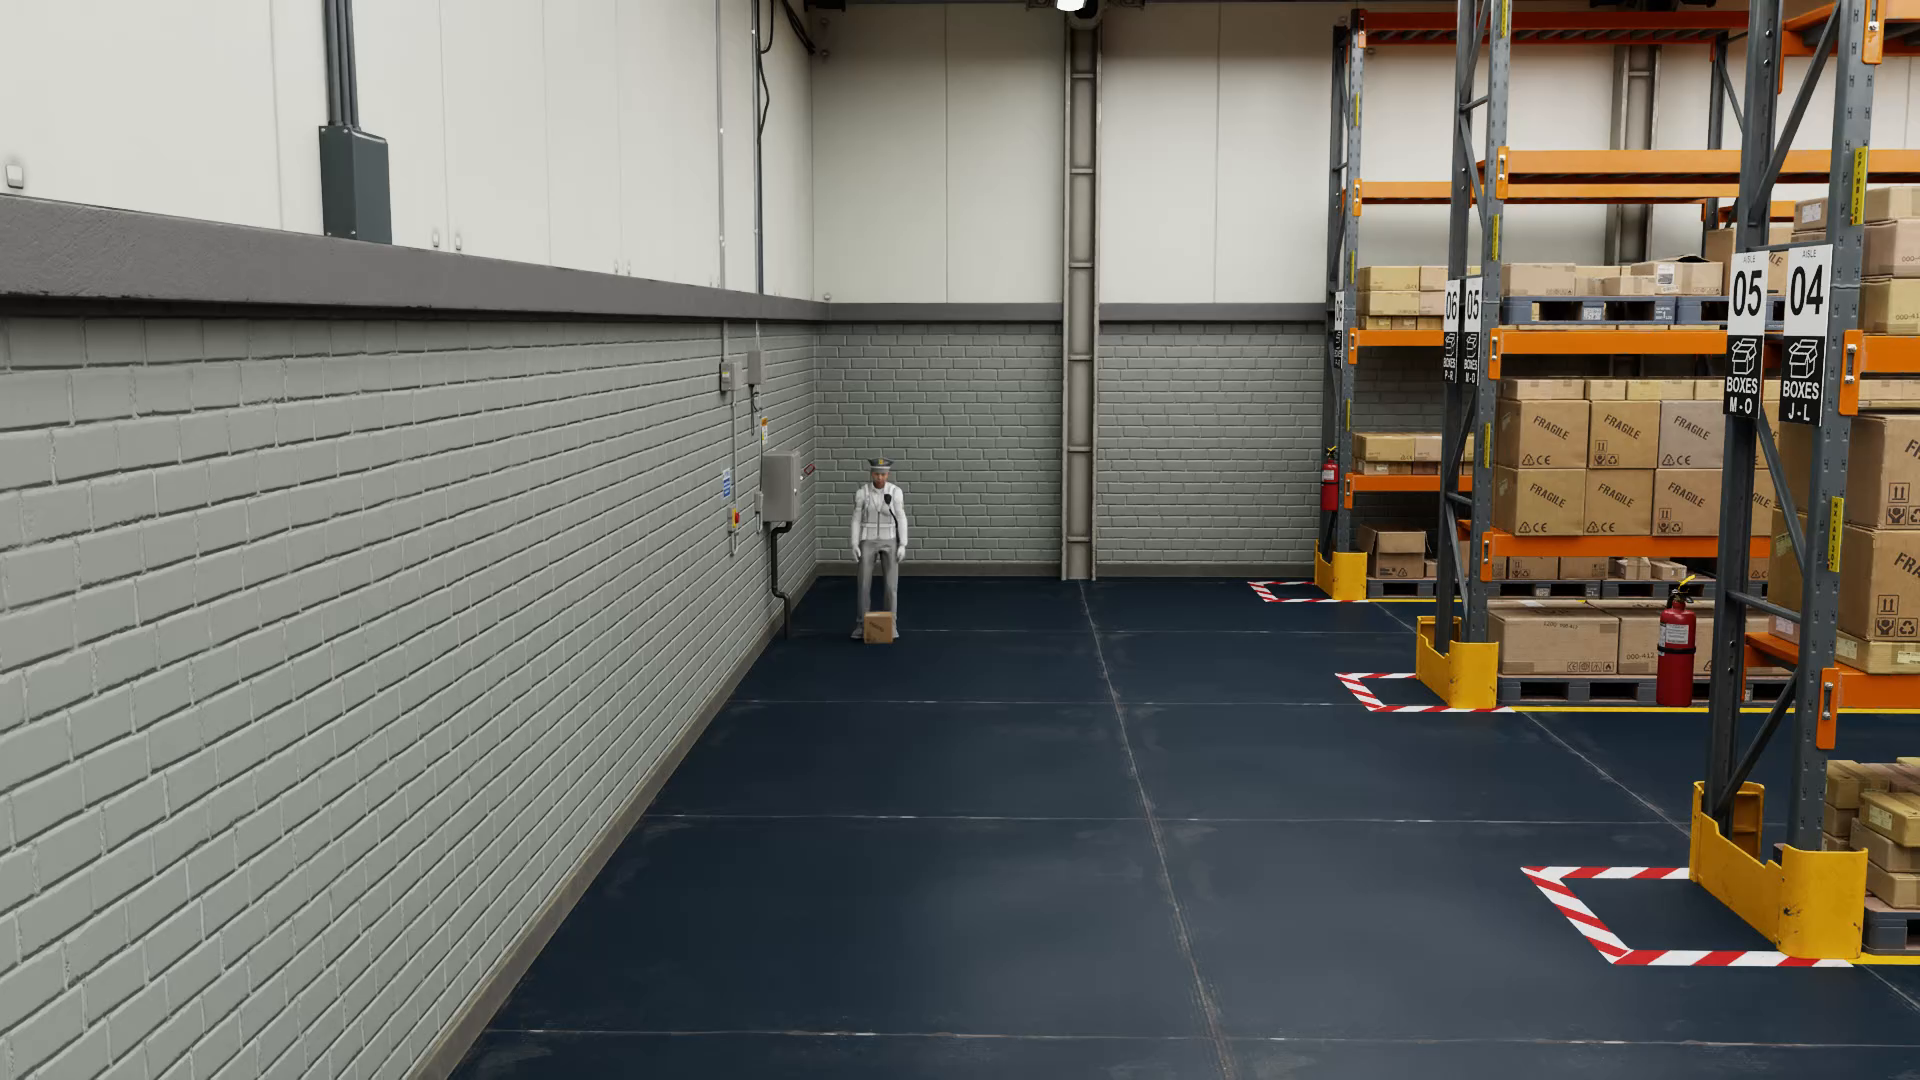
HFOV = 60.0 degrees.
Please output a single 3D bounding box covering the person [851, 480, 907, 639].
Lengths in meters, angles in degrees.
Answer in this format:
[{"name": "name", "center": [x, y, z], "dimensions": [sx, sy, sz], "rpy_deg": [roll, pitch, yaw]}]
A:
[{"name": "person", "center": [-0.743, 0.186, 15.281], "dimensions": [0.520, 1.417, 0.357], "rpy_deg": [0, 7, -1]}]
